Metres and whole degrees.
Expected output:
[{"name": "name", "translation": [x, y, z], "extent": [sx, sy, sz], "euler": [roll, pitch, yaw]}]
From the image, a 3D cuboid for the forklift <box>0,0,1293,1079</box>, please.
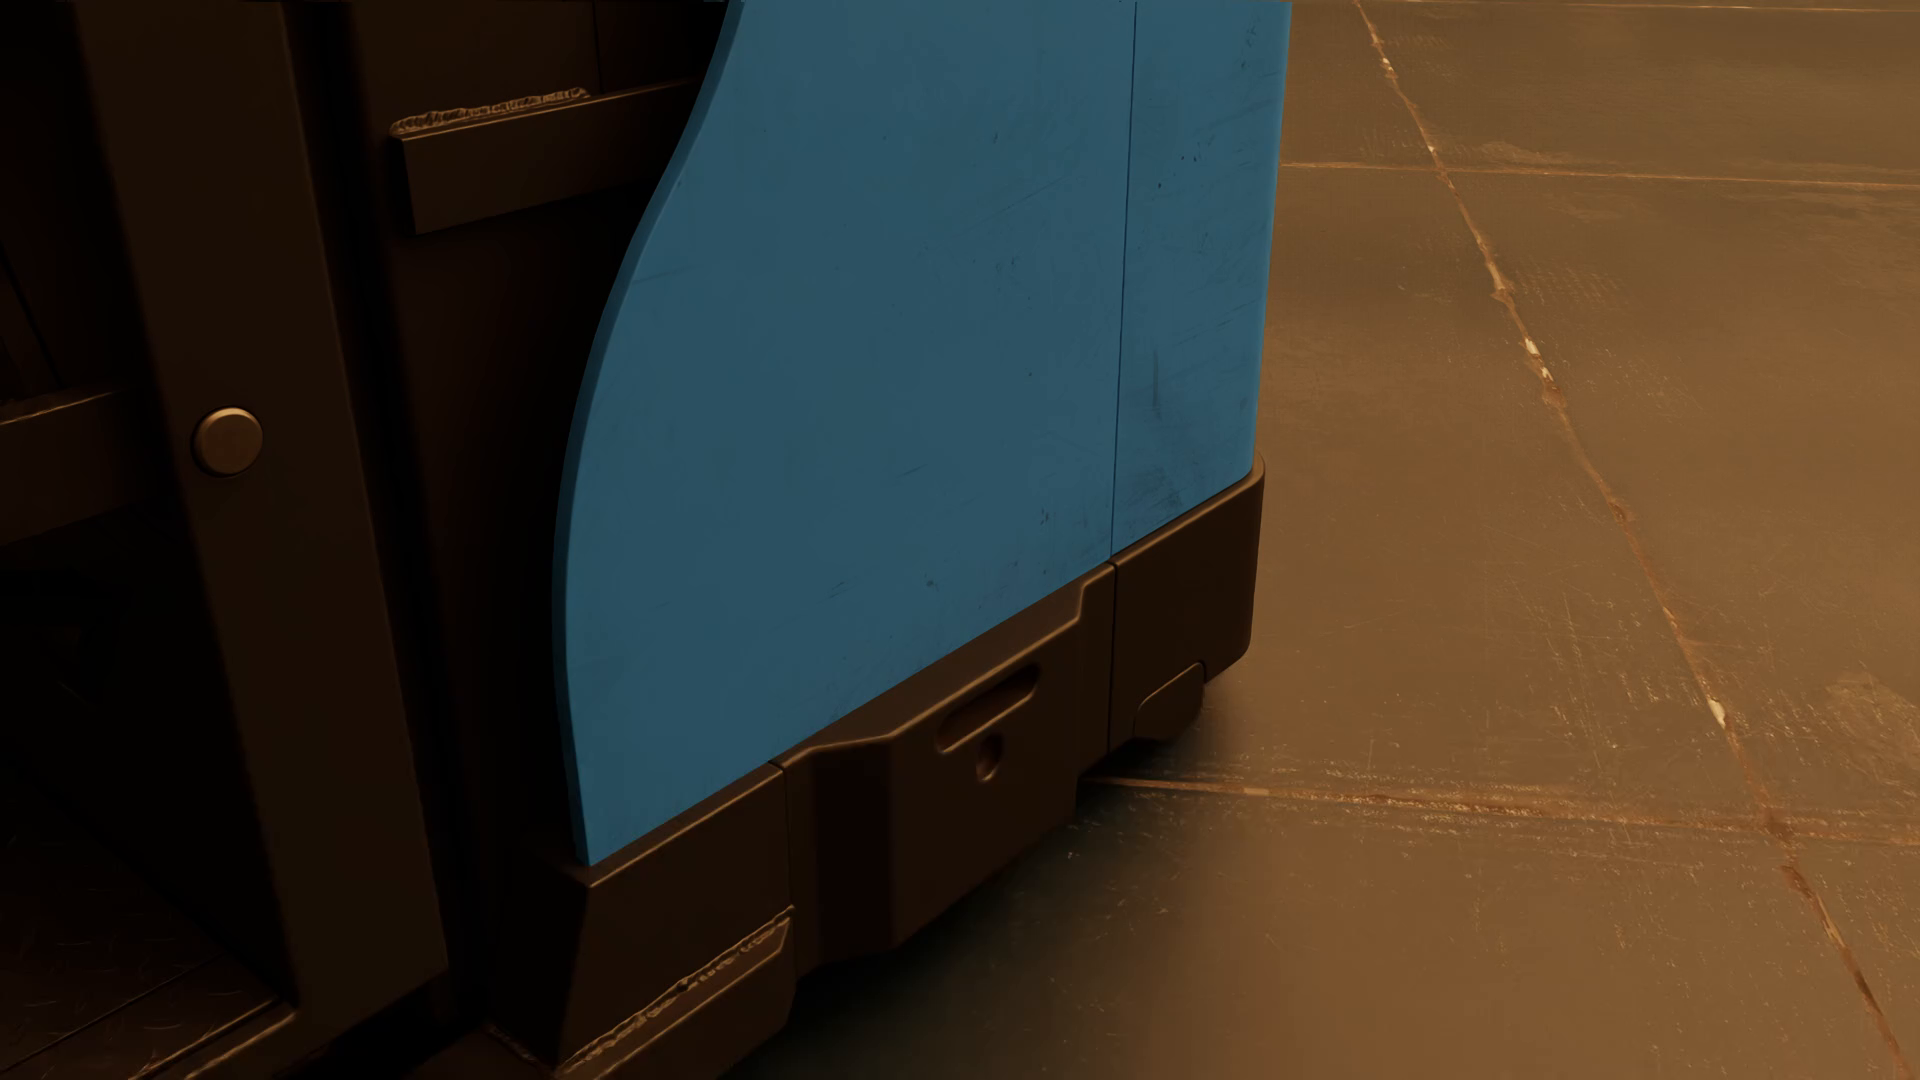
[{"name": "forklift", "translation": [-0.971, -0.771, 0.762], "extent": [1.130, 2.935, 3.031], "euler": [21, 33, 35]}]
